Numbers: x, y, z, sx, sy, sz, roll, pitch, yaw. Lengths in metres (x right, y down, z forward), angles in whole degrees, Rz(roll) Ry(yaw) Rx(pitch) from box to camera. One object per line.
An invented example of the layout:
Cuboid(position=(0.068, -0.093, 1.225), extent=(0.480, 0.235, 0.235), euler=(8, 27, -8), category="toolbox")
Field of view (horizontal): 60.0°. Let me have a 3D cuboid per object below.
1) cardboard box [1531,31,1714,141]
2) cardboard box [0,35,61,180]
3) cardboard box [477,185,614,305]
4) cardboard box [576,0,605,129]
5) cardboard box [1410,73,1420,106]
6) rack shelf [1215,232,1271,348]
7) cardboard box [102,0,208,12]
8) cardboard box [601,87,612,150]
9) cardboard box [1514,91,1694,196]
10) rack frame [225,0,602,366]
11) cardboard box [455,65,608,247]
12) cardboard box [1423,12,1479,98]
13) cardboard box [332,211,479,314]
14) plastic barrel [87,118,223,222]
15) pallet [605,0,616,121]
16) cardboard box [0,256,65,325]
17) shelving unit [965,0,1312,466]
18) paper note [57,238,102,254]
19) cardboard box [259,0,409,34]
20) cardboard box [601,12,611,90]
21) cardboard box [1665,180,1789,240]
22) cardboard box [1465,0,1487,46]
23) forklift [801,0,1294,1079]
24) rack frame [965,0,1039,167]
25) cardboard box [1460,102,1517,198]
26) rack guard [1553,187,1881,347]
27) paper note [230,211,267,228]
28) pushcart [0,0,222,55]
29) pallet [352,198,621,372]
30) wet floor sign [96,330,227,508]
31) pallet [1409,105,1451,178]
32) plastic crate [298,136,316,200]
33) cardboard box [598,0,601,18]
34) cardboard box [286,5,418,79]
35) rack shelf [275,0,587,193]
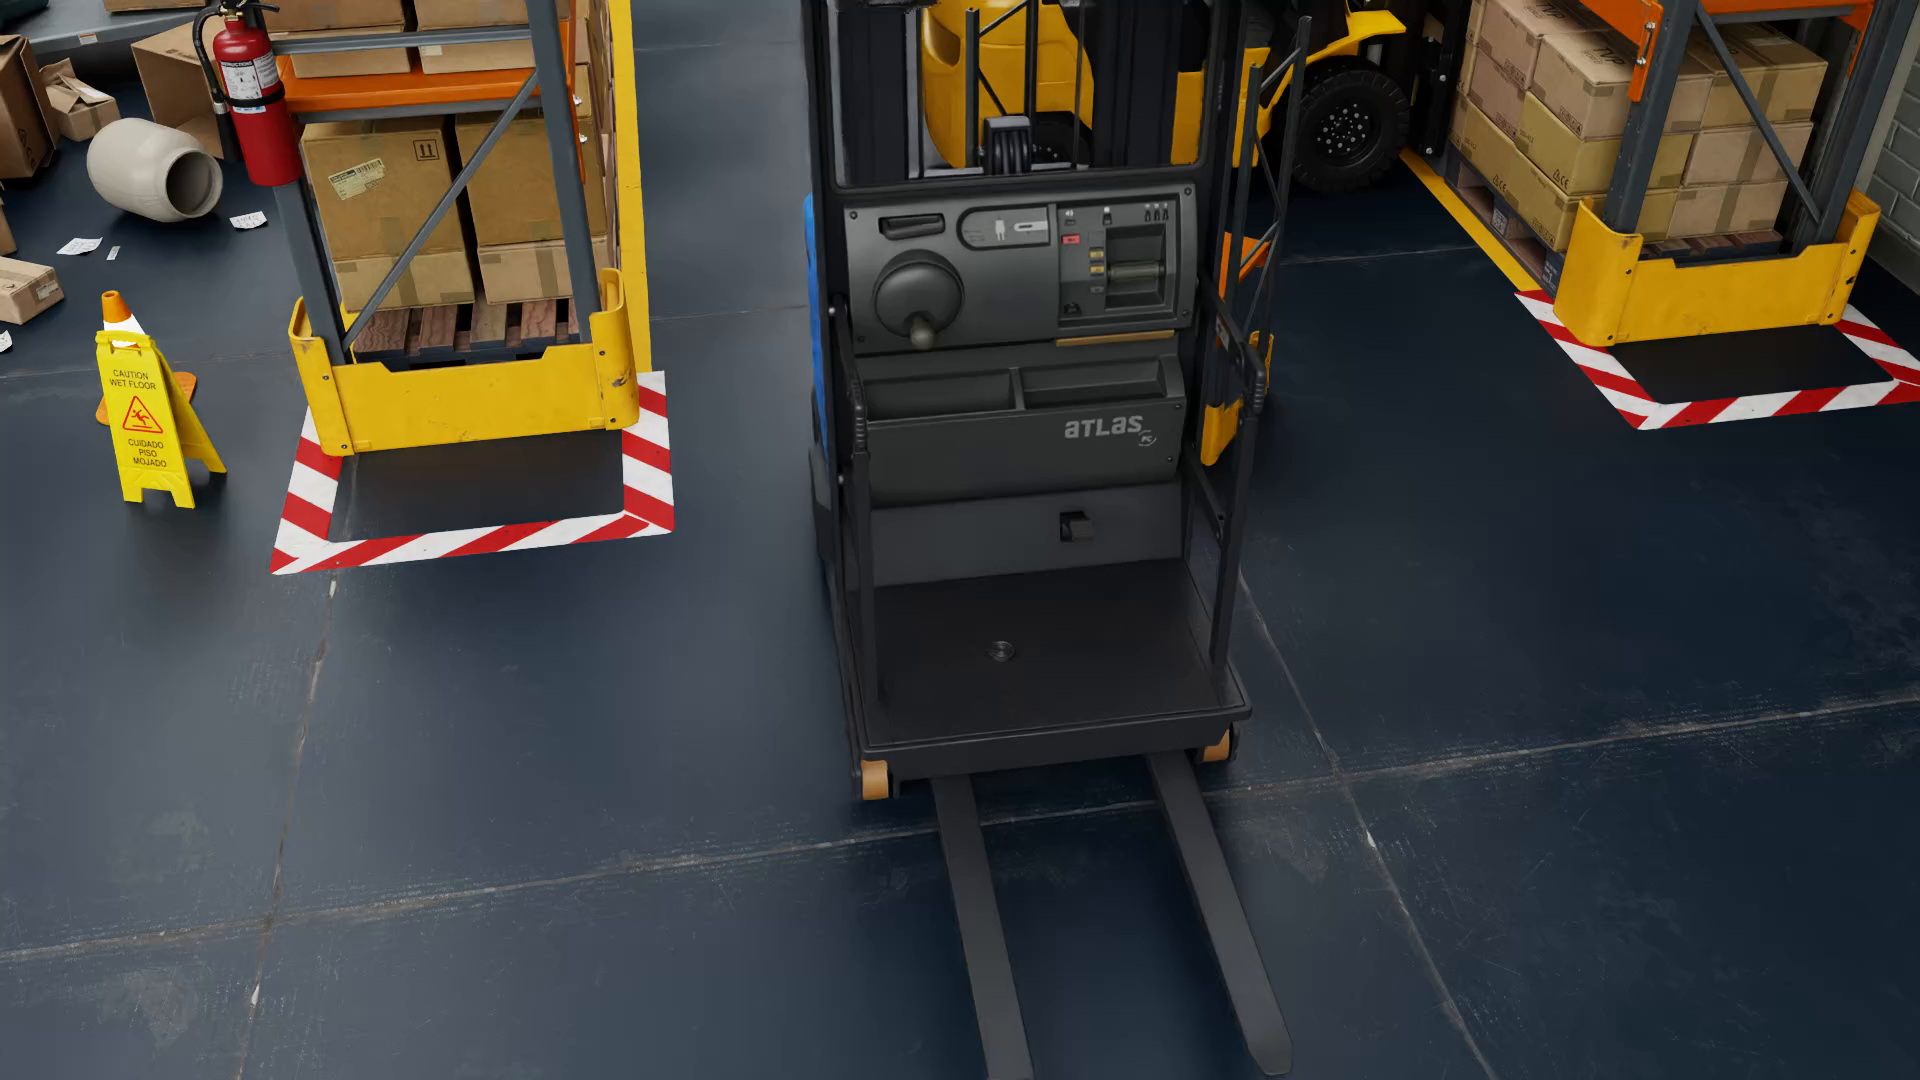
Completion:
Cuboid(position=(2.692, -1.864, 6.789), extent=(0.500, 0.250, 0.500), euler=(-5, 38, -6), category="cardboard box")
Cuboid(position=(-4.779, -2.029, 7.841), extent=(0.797, 0.637, 0.503), euler=(-6, 38, -8), category="cardboard box")
Cuboid(position=(-1.675, -1.206, 6.756), extent=(0.500, 0.250, 0.500), euler=(-7, 38, -8), category="cardboard box")
Cuboid(position=(-1.856, -2.135, 7.341), extent=(0.500, 0.500, 0.500), euler=(-6, 38, -7), category="cardboard box")
Cuboid(position=(2.417, -2.391, 8.281), extent=(0.500, 0.250, 0.500), euler=(-5, 38, -7), category="cardboard box")
Cuboid(position=(0.597, -1.032, 6.149), extent=(1.000, 0.185, 0.538), euler=(19, 42, 22), category="rack shelf")
Cuboid(position=(-4.254, -3.127, 8.750), extent=(0.500, 0.500, 0.500), euler=(-6, 38, -8), category="cardboard box")
Cuboid(position=(-1.865, -1.843, 7.576), extent=(0.500, 0.250, 0.500), euler=(-4, 38, -5), category="cardboard box")
Cuboid(position=(2.687, -1.683, 6.962), extent=(0.500, 0.250, 0.500), euler=(-7, 38, -9), category="cardboard box")
Cuboid(position=(-1.806, -1.609, 5.376), extent=(1.000, 3.000, 0.127), euler=(-6, 38, -8), category="rack frame")
Cuboid(position=(-1.680, -1.516, 6.544), extent=(0.500, 0.500, 0.500), euler=(-7, 38, -9), category="cardboard box")
Cuboid(position=(2.499, -2.296, 7.752), extent=(0.500, 0.250, 0.500), euler=(-7, 38, -9), category="cardboard box")
Cuboid(position=(-2.217, -1.163, 6.700), extent=(0.500, 0.250, 0.500), euler=(-6, 38, -8), category="cardboard box")
Cuboid(position=(-3.659, -1.676, 7.562), extent=(0.512, 0.421, 0.421), euler=(19, 42, 23), category="plastic barrel")
Cuboid(position=(-2.355, -2.522, 8.824), extent=(1.003, 0.211, 1.213), euler=(-6, 38, -8), category="pallet")
Cuboid(position=(-4.024, -1.057, 6.989), extent=(0.380, 0.149, 0.250), euler=(13, 40, 16), category="cardboard box")
Cuboid(position=(0.589, -1.177, 6.042), extent=(1.083, 1.500, 0.587), euler=(19, 42, 22), category="shelving unit")
Cuboid(position=(-3.933, -1.318, 7.431), extent=(0.148, 0.019, 0.142), euler=(6, 38, 8), category="paper note")
Cuboid(position=(-2.172, -2.064, 5.638), extent=(0.500, 0.500, 0.500), euler=(-7, 38, -9), category="cardboard box")
Cuboid(position=(-2.036, -2.456, 8.365), extent=(0.500, 0.250, 0.500), euler=(-7, 38, -9), category="cardboard box")
Cuboid(position=(3.187, -1.543, 7.190), extent=(0.500, 0.250, 0.500), euler=(-6, 38, -8), category="cardboard box")
Cuboid(position=(2.499, -2.476, 7.576), extent=(0.500, 0.250, 0.500), euler=(-6, 38, -7), category="cardboard box")
Cuboid(position=(0.201, -0.647, 4.194), extent=(1.130, 2.935, 3.031), euler=(-5, 38, -7), category="forklift")
Cuboid(position=(0.151, -1.324, 6.232), extent=(0.032, 1.500, 0.500), euler=(19, 42, 22), category="rack frame")
Cuboid(position=(2.609, -1.776, 7.490), extent=(0.500, 0.250, 0.500), euler=(-6, 38, -8), category="cardboard box")
Cuboid(position=(3.084, -1.143, 6.814), extent=(1.175, 0.500, 0.348), euler=(-6, 38, -8), category="rack guard")
Cuboid(position=(-3.258, -1.468, 7.615), extent=(0.142, 0.019, 0.148), euler=(-20, 42, -23), category="paper note")
Cuboid(position=(-4.743, -2.714, 8.936), extent=(1.648, 0.377, 0.936), euler=(-20, 42, -23), category="pushcart")
Cuboid(position=(-1.927, -1.048, 6.927), extent=(1.003, 0.211, 1.213), euler=(-6, 38, -8), category="pallet")
Cuboid(position=(-2.826, -0.449, 5.802), extent=(0.267, 0.644, 0.232), euler=(6, 38, 8), category="wet floor sign")
Cuboid(position=(2.694, -2.237, 8.457), extent=(1.003, 0.211, 1.213), euler=(-6, 38, -8), category="pallet")
Cuboid(position=(-3.039, -1.835, 8.047), extent=(0.402, 0.080, 0.583), euler=(-20, 42, -23), category="plastic crate")
Cuboid(position=(-2.048, -2.765, 8.152), extent=(0.500, 0.500, 0.500), euler=(-6, 38, -7), category="cardboard box")
Cuboid(position=(-2.082, -1.712, 5.714), extent=(0.380, 0.149, 0.250), euler=(-5, 38, -6), category="cardboard box")
Cuboid(position=(-2.157, -2.533, 7.151), extent=(1.077, 0.370, 4.000), euler=(-6, 38, -8), category="rack shelf")
